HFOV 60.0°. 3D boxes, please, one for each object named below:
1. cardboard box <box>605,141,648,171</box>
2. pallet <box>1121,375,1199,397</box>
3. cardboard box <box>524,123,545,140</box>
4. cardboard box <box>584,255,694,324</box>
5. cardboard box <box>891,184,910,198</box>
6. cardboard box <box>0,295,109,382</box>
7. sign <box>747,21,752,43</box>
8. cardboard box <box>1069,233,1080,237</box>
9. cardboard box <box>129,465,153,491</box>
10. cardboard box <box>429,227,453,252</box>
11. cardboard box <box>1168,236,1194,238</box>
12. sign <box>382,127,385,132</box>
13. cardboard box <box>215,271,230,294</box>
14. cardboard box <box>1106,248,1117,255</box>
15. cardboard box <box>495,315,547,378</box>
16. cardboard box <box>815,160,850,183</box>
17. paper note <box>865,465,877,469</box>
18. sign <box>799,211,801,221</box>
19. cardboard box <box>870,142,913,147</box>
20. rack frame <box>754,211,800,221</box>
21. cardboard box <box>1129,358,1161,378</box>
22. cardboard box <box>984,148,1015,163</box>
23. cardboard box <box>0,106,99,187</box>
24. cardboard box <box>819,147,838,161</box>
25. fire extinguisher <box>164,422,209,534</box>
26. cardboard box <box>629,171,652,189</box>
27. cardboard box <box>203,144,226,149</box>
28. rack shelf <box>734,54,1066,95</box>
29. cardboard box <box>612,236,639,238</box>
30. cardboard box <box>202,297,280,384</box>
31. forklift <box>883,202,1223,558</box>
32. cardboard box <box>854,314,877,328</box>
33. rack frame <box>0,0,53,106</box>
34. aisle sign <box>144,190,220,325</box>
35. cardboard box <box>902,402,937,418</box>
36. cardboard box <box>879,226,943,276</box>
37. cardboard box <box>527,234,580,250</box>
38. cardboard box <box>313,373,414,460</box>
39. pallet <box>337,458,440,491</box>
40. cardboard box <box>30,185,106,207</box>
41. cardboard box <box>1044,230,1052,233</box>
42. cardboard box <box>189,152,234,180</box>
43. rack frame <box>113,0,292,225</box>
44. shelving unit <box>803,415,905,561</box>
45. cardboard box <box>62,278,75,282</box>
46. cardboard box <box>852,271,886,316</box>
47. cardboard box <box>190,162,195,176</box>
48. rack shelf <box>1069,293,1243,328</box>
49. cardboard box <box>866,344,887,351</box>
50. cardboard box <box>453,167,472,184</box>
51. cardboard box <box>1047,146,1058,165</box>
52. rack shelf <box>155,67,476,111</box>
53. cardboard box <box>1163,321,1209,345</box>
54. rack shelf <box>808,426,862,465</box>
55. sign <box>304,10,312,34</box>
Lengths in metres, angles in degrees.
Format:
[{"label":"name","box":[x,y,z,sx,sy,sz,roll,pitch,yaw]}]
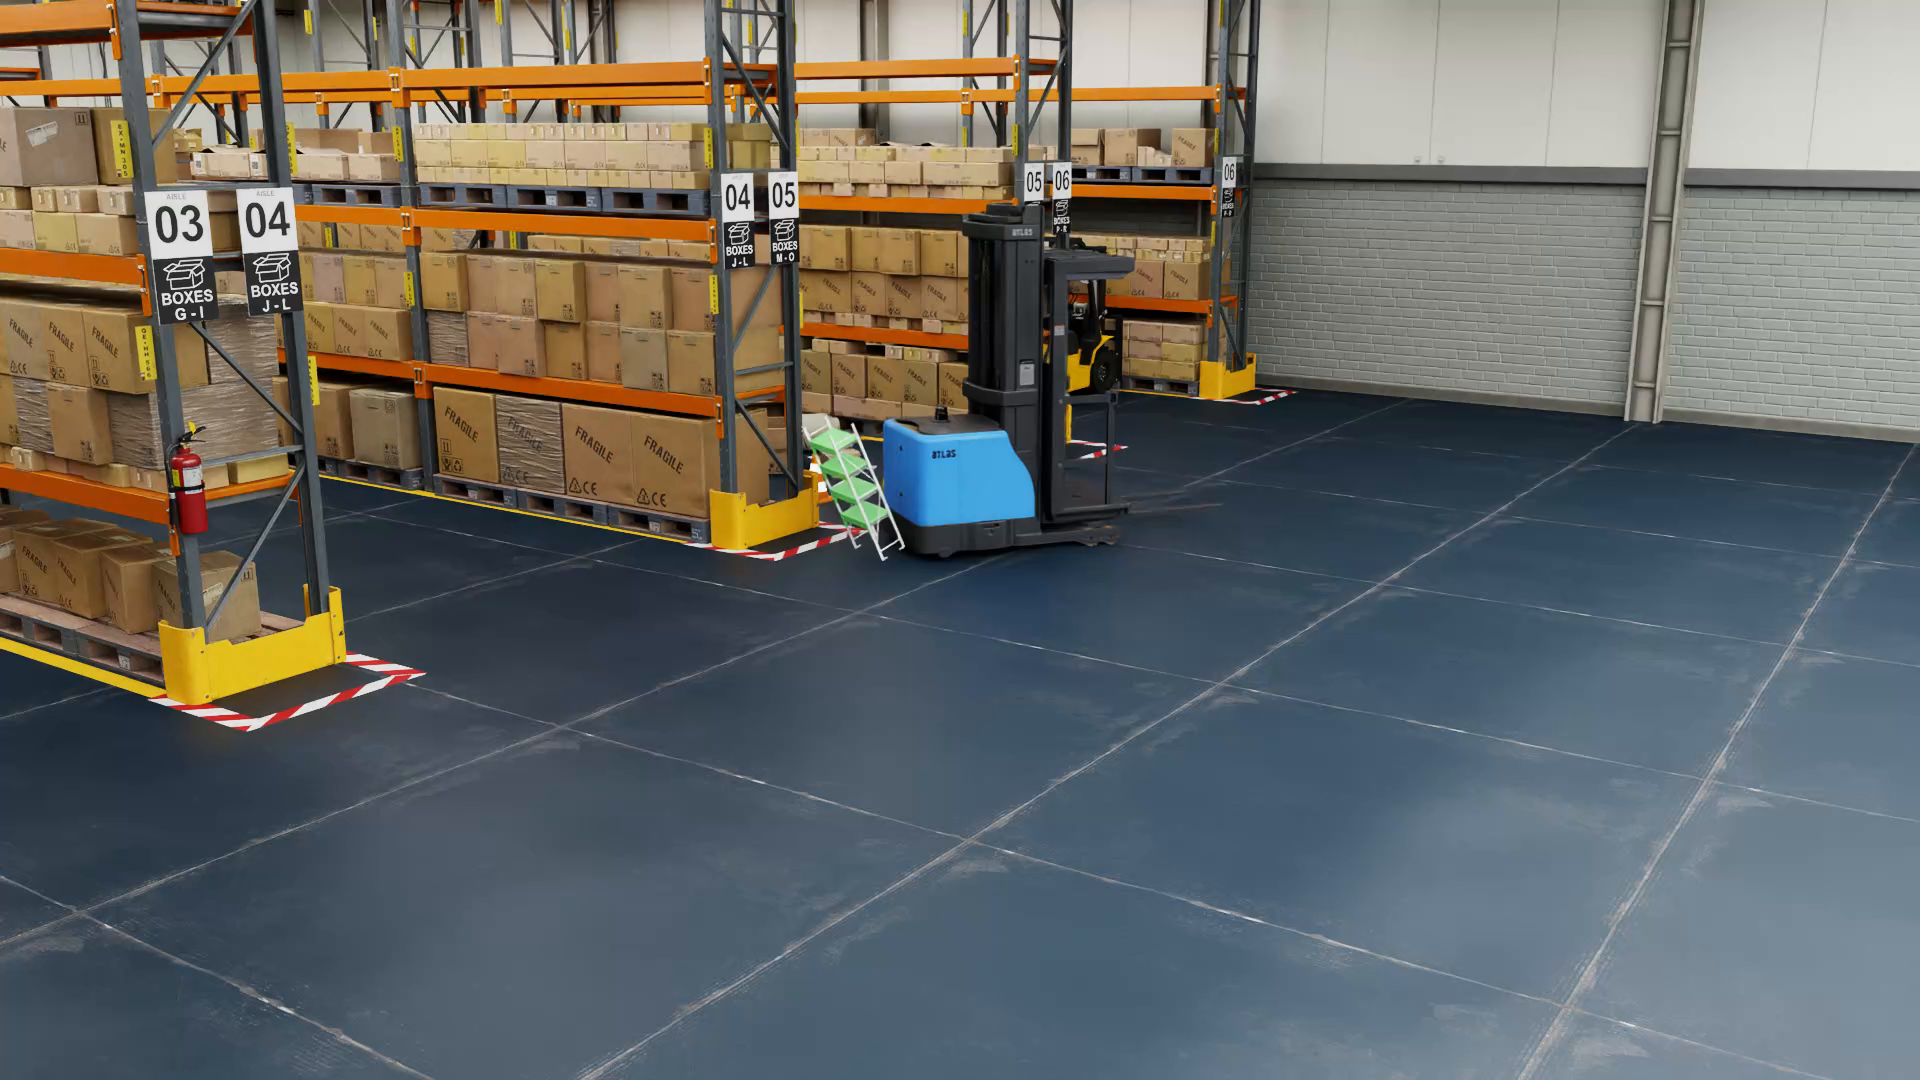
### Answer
[{"label":"cardboard box","box":[-2.740,-3.360,14.523,0.500,0.250,0.500,9,17,33]},{"label":"pallet","box":[3.025,-2.234,23.410,1.213,0.211,1.003,9,17,33]},{"label":"cardboard box","box":[-3.708,-3.692,15.035,0.250,0.149,0.380,9,17,33]},{"label":"cardboard box","box":[-2.946,-2.315,15.373,0.550,0.550,0.875,9,17,33]},{"label":"cardboard box","box":[-0.584,-4.007,19.048,0.250,0.149,0.380,9,16,31]},{"label":"cardboard box","box":[-6.041,-1.364,11.182,0.500,0.500,0.500,9,17,33]},{"label":"sign","box":[-3.250,-7.861,25.743,0.005,0.325,0.100,9,17,33]},{"label":"cardboard box","box":[1.576,-4.279,23.690,0.250,0.149,0.380,9,17,33]},{"label":"cardboard box","box":[-5.174,-0.436,10.866,0.250,0.149,0.380,9,17,33]},{"label":"cardboard box","box":[-7.137,-4.262,23.511,0.500,0.500,0.500,9,17,33]},{"label":"cardboard box","box":[3.098,-4.163,23.223,0.250,0.149,0.380,10,17,34]},{"label":"sign","box":[-8.747,-6.082,25.177,0.005,0.325,0.100,9,17,33]},{"label":"cardboard box","box":[-8.035,-3.047,18.603,0.500,0.500,0.700,9,17,33]},{"label":"cardboard box","box":[2.160,-4.015,23.241,0.250,0.149,0.380,9,17,33]},{"label":"cardboard box","box":[-3.918,-1.900,15.944,0.550,0.550,0.875,9,17,33]},{"label":"cardboard box","box":[-1.350,-4.317,19.470,0.500,0.250,0.500,9,17,33]},{"label":"paper note","box":[-0.980,-0.792,17.959,0.142,0.019,0.148,3,14,14]},{"label":"sign","box":[-2.649,-5.240,27.338,0.005,0.325,0.100,9,17,33]},{"label":"cardboard box","box":[-1.010,-5.847,25.060,0.500,0.311,0.500,9,16,31]},{"label":"rack frame","box":[-2.956,-4.567,27.028,0.127,3.000,1.000,9,17,33]},{"label":"cardboard box","box":[2.709,-2.431,23.251,0.500,0.250,0.500,9,17,33]},{"label":"cardboard box","box":[0.470,-4.211,18.213,0.250,0.149,0.380,9,17,33]},{"label":"cardboard box","box":[-6.043,-2.577,10.879,0.500,0.500,0.500,9,17,33]},{"label":"cardboard box","box":[-1.441,-4.524,19.476,0.250,0.149,0.380,9,16,31]},{"label":"fire extinguisher","box":[-4.778,-0.383,10.288,0.183,0.674,0.296,9,17,33]},{"label":"cardboard box","box":[-2.650,-3.135,14.442,0.250,0.149,0.380,9,17,34]},{"label":"cardboard box","box":[-11.937,-6.242,26.786,0.500,0.250,0.500,7,16,28]},{"label":"rack shelf","box":[-0.744,-5.333,19.143,4.000,0.370,1.077,9,17,33]},{"label":"cardboard box","box":[-4.336,-3.833,22.364,0.500,0.500,0.500,8,16,29]},{"label":"cardboard box","box":[-4.920,-1.334,11.061,0.500,0.500,0.500,9,17,33]},{"label":"forklift","box":[0.880,-1.476,14.686,3.031,2.935,1.130,-5,15,-21]},{"label":"cardboard box","box":[-1.040,-2.610,19.648,0.250,0.149,0.380,9,17,33]},{"label":"rack frame","box":[-11.721,-6.024,20.432,0.127,3.000,1.000,9,17,33]},{"label":"aisle sign","box":[-4.731,-1.721,10.124,0.004,0.787,0.394,9,17,33]},{"label":"cardboard box","box":[-0.331,-1.498,19.482,0.500,0.250,0.500,9,17,33]},{"label":"cardboard box","box":[-0.527,-3.324,19.101,0.500,0.500,0.700,9,16,32]},{"label":"cardboard box","box":[-5.479,-3.867,22.499,0.500,0.500,0.500,9,16,31]},{"label":"cardboard box","box":[-6.446,-1.347,17.828,0.750,0.750,1.050,9,17,33]},{"label":"pallet","box":[-5.765,-0.774,17.511,1.213,0.211,1.003,9,17,33]},{"label":"cardboard box","box":[-5.816,-2.239,10.867,0.250,0.149,0.380,9,17,33]},{"label":"cardboard box","box":[1.209,-4.481,24.504,0.250,0.149,0.380,9,17,32]},{"label":"cardboard box","box":[-8.727,-4.210,19.137,0.500,0.500,0.500,9,17,33]},{"label":"rack frame","box":[-4.615,-3.440,9.991,0.127,3.000,1.000,9,17,33]},{"label":"shelving unit","box":[-0.896,-0.442,14.080,0.258,1.200,0.503,-32,27,-22]},{"label":"cardboard box","box":[-10.351,-3.130,19.635,0.250,0.149,0.380,10,17,34]},{"label":"cardboard box","box":[-0.925,-2.922,19.557,0.500,0.500,0.500,9,17,33]},{"label":"cardboard box","box":[-8.214,-4.086,18.284,0.250,0.149,0.380,8,16,31]},{"label":"rack shelf","box":[2.023,-3.413,23.864,4.000,0.370,1.077,9,17,33]},{"label":"cardboard box","box":[-0.916,-2.111,20.397,0.500,0.500,0.500,10,17,36]},{"label":"cardboard box","box":[-4.548,-3.441,15.680,0.250,0.149,0.380,9,17,33]},{"label":"cardboard box","box":[1.426,-5.414,23.406,0.258,0.266,0.396,9,16,31]},{"label":"rack shelf","box":[-6.742,-4.676,17.316,4.000,0.370,1.077,9,17,33]},{"label":"cardboard box","box":[3.126,-2.848,22.852,0.500,0.250,0.500,10,17,35]},{"label":"rack shelf","box":[-1.037,-0.793,13.906,0.258,0.148,0.480,-32,27,-22]},{"label":"sign","box":[-9.372,-7.448,23.909,0.005,0.325,0.100,9,17,33]}]
